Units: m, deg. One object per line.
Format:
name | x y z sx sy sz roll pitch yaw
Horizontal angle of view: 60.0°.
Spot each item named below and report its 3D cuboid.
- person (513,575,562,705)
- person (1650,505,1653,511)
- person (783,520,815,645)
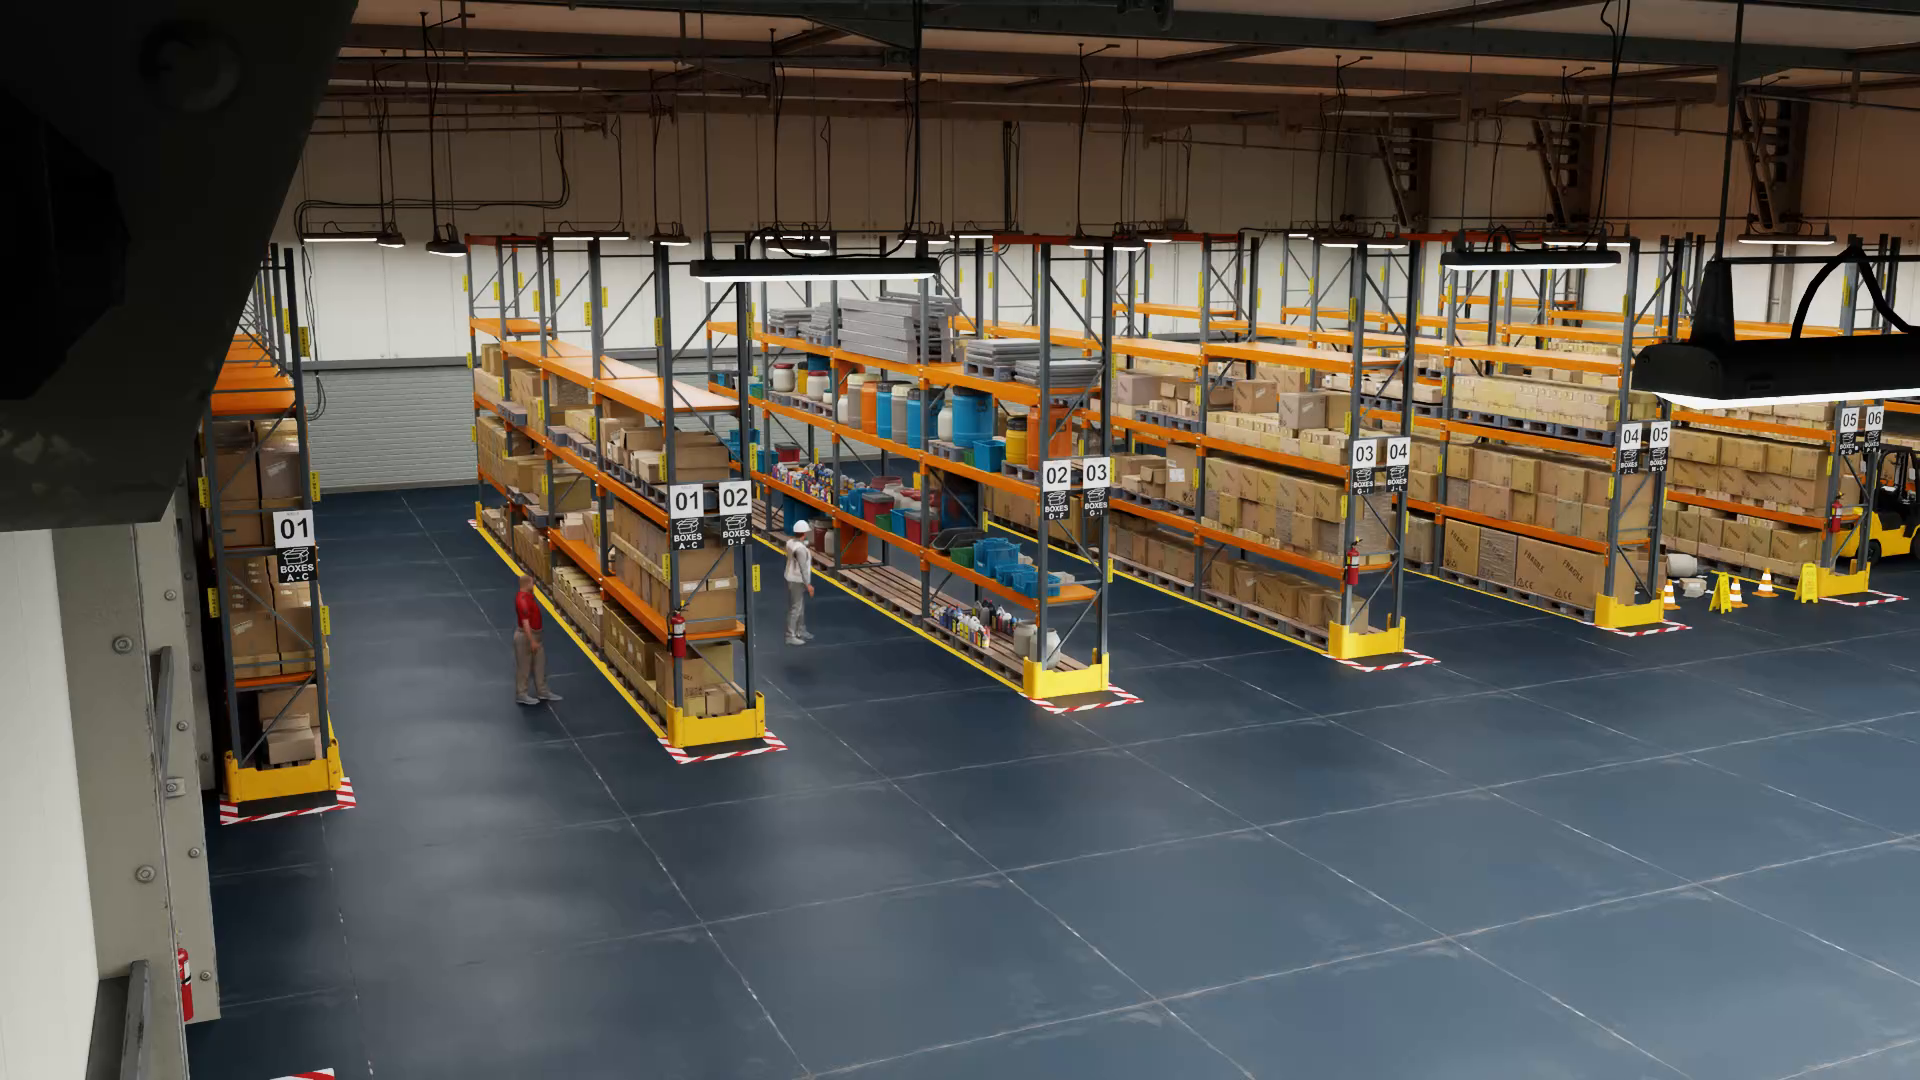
person | -5.612 1.322 21.882 0.555 1.749 0.562 1 11 4
person | 15.030 -1.462 36.340 0.371 1.687 0.477 2 11 11
person | -2.324 0.609 23.885 0.502 1.822 0.658 -3 11 -14
